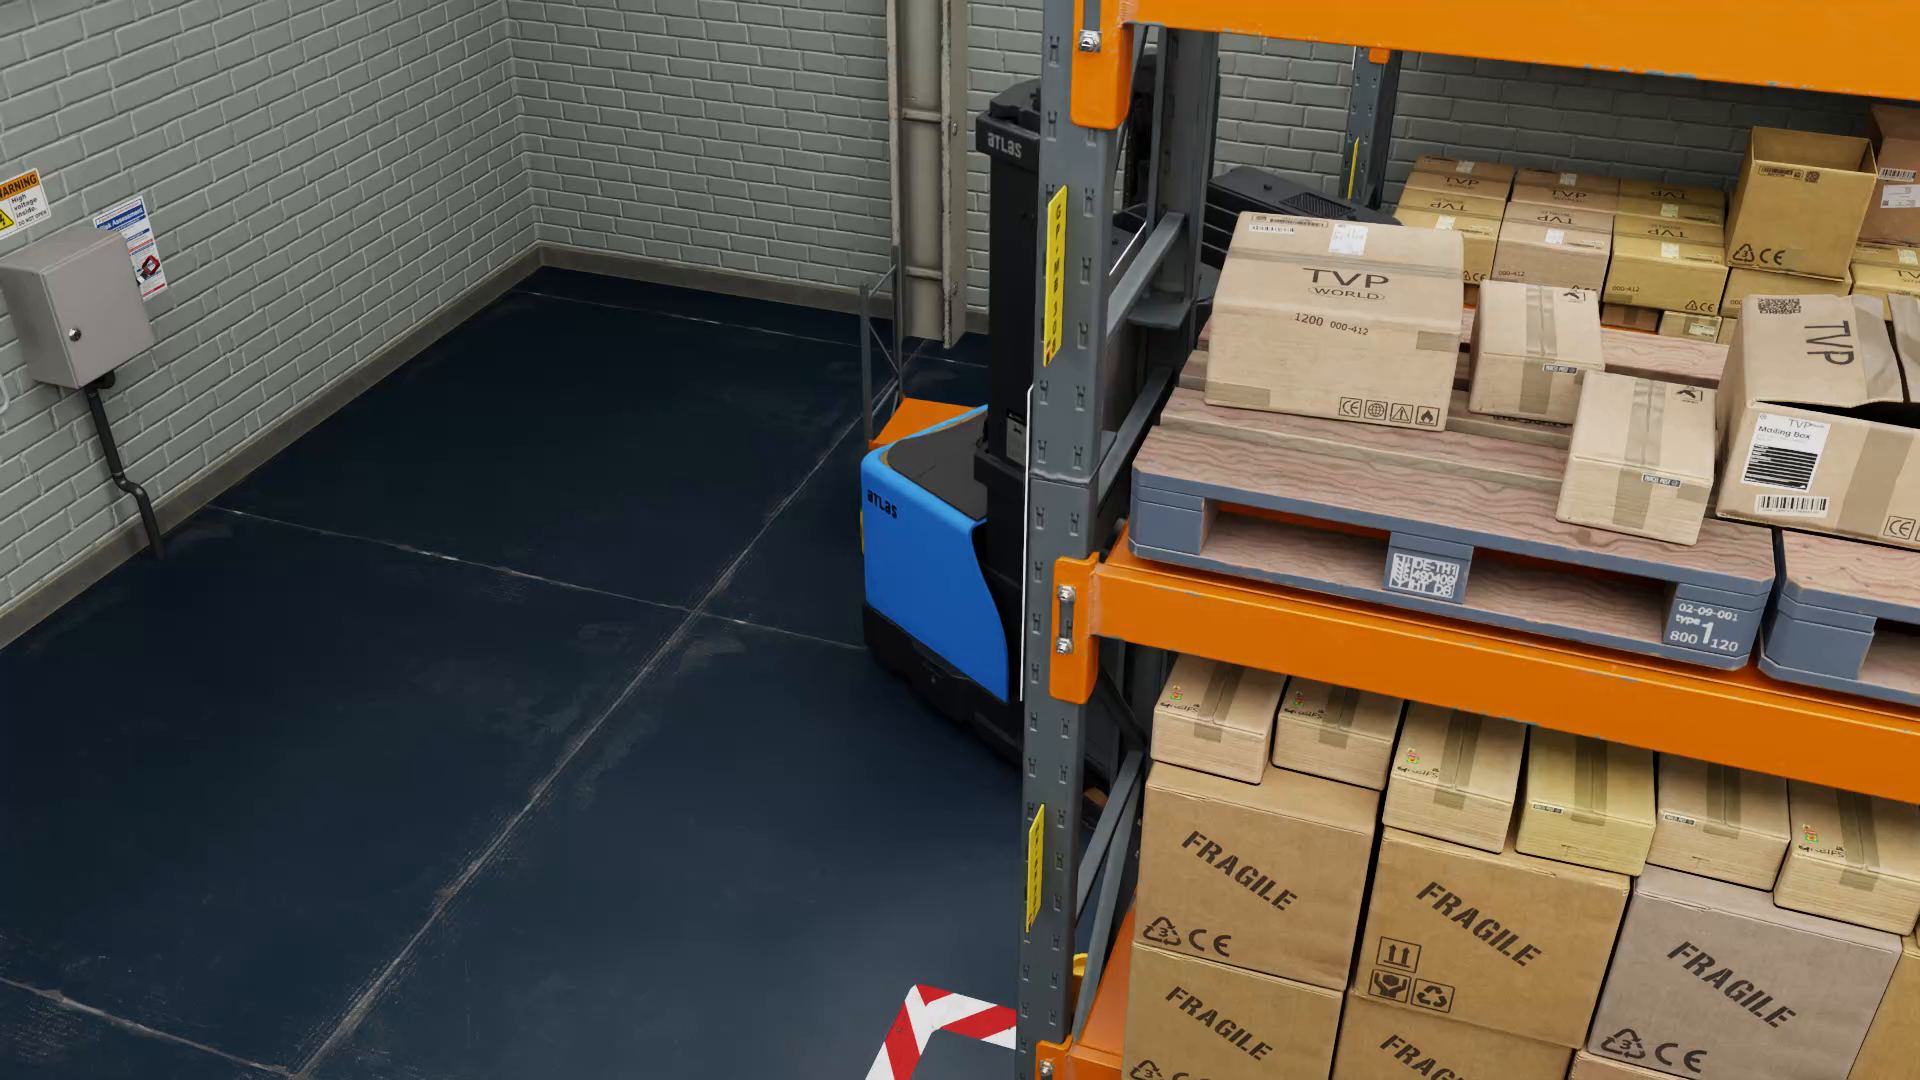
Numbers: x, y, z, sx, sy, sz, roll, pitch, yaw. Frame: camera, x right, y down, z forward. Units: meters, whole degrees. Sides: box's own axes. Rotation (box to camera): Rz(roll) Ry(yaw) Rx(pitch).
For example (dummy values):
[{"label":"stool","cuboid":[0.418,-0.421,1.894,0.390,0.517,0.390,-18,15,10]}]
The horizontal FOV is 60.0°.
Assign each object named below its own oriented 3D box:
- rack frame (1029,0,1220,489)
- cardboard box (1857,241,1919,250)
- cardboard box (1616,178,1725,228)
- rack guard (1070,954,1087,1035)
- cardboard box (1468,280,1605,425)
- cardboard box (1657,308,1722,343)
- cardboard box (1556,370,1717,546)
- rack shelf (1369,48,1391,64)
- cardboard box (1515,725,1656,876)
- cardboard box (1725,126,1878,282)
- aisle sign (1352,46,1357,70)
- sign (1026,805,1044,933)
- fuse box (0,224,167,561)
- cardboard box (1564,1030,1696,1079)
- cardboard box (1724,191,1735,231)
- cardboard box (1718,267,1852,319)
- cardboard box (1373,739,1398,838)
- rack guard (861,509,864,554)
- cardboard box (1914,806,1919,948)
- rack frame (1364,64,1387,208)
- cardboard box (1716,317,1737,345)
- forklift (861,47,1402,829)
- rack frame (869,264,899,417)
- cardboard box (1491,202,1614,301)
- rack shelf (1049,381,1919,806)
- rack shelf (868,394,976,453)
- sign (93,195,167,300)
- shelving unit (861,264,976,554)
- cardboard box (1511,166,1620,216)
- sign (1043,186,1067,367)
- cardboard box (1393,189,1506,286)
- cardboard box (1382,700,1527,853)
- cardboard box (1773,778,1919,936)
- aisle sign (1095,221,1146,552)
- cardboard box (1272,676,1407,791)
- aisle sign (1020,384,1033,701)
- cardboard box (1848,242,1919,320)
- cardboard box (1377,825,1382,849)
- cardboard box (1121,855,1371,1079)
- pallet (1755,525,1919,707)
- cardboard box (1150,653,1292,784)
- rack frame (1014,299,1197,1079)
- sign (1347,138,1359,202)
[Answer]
[{"label":"rack frame","cuboid":[0.370,-1.631,2.979,0.127,3.000,1.000,11,34,16]},{"label":"cardboard box","cuboid":[4.472,-1.388,7.998,0.500,0.250,0.500,12,35,18]},{"label":"cardboard box","cuboid":[3.513,-1.571,8.281,0.500,0.250,0.500,12,35,18]},{"label":"rack guard","cuboid":[0.347,1.935,5.291,0.348,0.500,1.175,11,34,16]},{"label":"cardboard box","cuboid":[1.245,-0.411,3.608,0.250,0.149,0.380,8,34,13]},{"label":"cardboard box","cuboid":[3.454,-1.079,7.887,0.250,0.149,0.380,10,34,15]},{"label":"cardboard box","cuboid":[1.316,-0.167,3.230,0.250,0.149,0.380,12,35,18]},{"label":"rack shelf","cuboid":[3.924,-2.237,7.348,4.000,0.370,1.077,11,34,16]},{"label":"cardboard box","cuboid":[1.341,0.518,3.570,0.250,0.149,0.380,10,34,15]},{"label":"cardboard box","cuboid":[3.789,-1.528,7.523,0.500,0.500,0.500,12,35,18]},{"label":"aisle sign","cuboid":[1.878,-2.600,7.615,0.004,0.787,0.394,11,34,16]},{"label":"sign","cuboid":[0.177,0.775,3.913,0.005,0.325,0.100,11,34,16]},{"label":"fuse box","cuboid":[-4.100,-0.635,8.156,0.414,1.711,0.539,11,34,16]},{"label":"cardboard box","cuboid":[1.683,1.263,3.937,0.500,0.500,0.500,11,34,16]},{"label":"cardboard box","cuboid":[4.005,-1.475,8.133,0.500,0.250,0.500,11,34,16]},{"label":"cardboard box","cuboid":[3.819,-1.221,7.740,0.500,0.250,0.500,10,34,15]},{"label":"cardboard box","cuboid":[0.904,0.394,4.360,0.500,0.500,0.500,12,35,18]},{"label":"rack guard","cuboid":[-0.388,-0.180,8.798,0.087,0.250,0.587,10,34,14]},{"label":"cardboard box","cuboid":[2.056,0.667,3.340,0.250,0.149,0.380,10,34,15]},{"label":"rack frame","cuboid":[2.040,-1.644,8.531,0.053,2.616,0.949,11,34,16]},{"label":"cardboard box","cuboid":[3.708,-1.041,7.828,0.250,0.149,0.380,12,35,18]},{"label":"forklift","cuboid":[0.879,-0.266,6.459,1.130,2.935,3.031,-25,40,-33]},{"label":"rack frame","cuboid":[-0.388,-0.706,8.461,0.013,1.308,0.475,10,34,14]},{"label":"cardboard box","cuboid":[2.852,-1.395,8.009,0.500,0.250,0.500,11,35,17]},{"label":"rack shelf","cuboid":[2.252,0.298,3.421,4.000,0.370,1.077,11,34,16]},{"label":"rack shelf","cuboid":[0.096,-0.472,8.430,1.000,0.185,0.538,10,34,14]},{"label":"sign","cuboid":[-4.129,-1.426,8.281,0.001,0.494,0.329,11,34,16]},{"label":"shelving unit","cuboid":[0.088,-0.625,8.335,1.083,1.500,0.587,10,34,14]},{"label":"cardboard box","cuboid":[3.048,-1.664,8.426,0.500,0.250,0.500,11,34,17]},{"label":"sign","cuboid":[0.177,-0.489,3.097,0.005,0.325,0.100,11,34,16]},{"label":"cardboard box","cuboid":[2.377,-1.487,8.151,0.500,0.250,0.500,11,34,17]},{"label":"cardboard box","cuboid":[1.087,0.479,3.630,0.250,0.149,0.380,12,35,18]},{"label":"cardboard box","cuboid":[1.827,0.606,3.433,0.250,0.149,0.380,11,35,17]},{"label":"aisle sign","cuboid":[0.407,-0.374,4.167,0.004,0.787,0.394,11,34,16]},{"label":"cardboard box","cuboid":[0.881,0.373,3.795,0.250,0.149,0.380,12,35,18]},{"label":"aisle sign","cuboid":[0.204,-0.068,3.692,0.004,0.787,0.394,11,34,16]},{"label":"cardboard box","cuboid":[4.303,-1.126,7.593,0.500,0.250,0.500,11,34,16]},{"label":"cardboard box","cuboid":[1.380,0.900,4.498,0.500,0.500,0.500,10,34,15]},{"label":"cardboard box","cuboid":[0.725,1.082,4.216,0.500,0.500,0.500,11,34,16]},{"label":"pallet","cuboid":[2.224,0.020,3.271,1.213,0.211,1.003,11,34,16]},{"label":"cardboard box","cuboid":[0.611,0.361,3.813,0.250,0.149,0.380,12,35,17]},{"label":"rack frame","cuboid":[0.370,0.890,4.607,0.127,3.000,1.000,11,34,16]},{"label":"sign","cuboid":[1.858,-1.732,7.869,0.005,0.325,0.100,11,34,16]}]
